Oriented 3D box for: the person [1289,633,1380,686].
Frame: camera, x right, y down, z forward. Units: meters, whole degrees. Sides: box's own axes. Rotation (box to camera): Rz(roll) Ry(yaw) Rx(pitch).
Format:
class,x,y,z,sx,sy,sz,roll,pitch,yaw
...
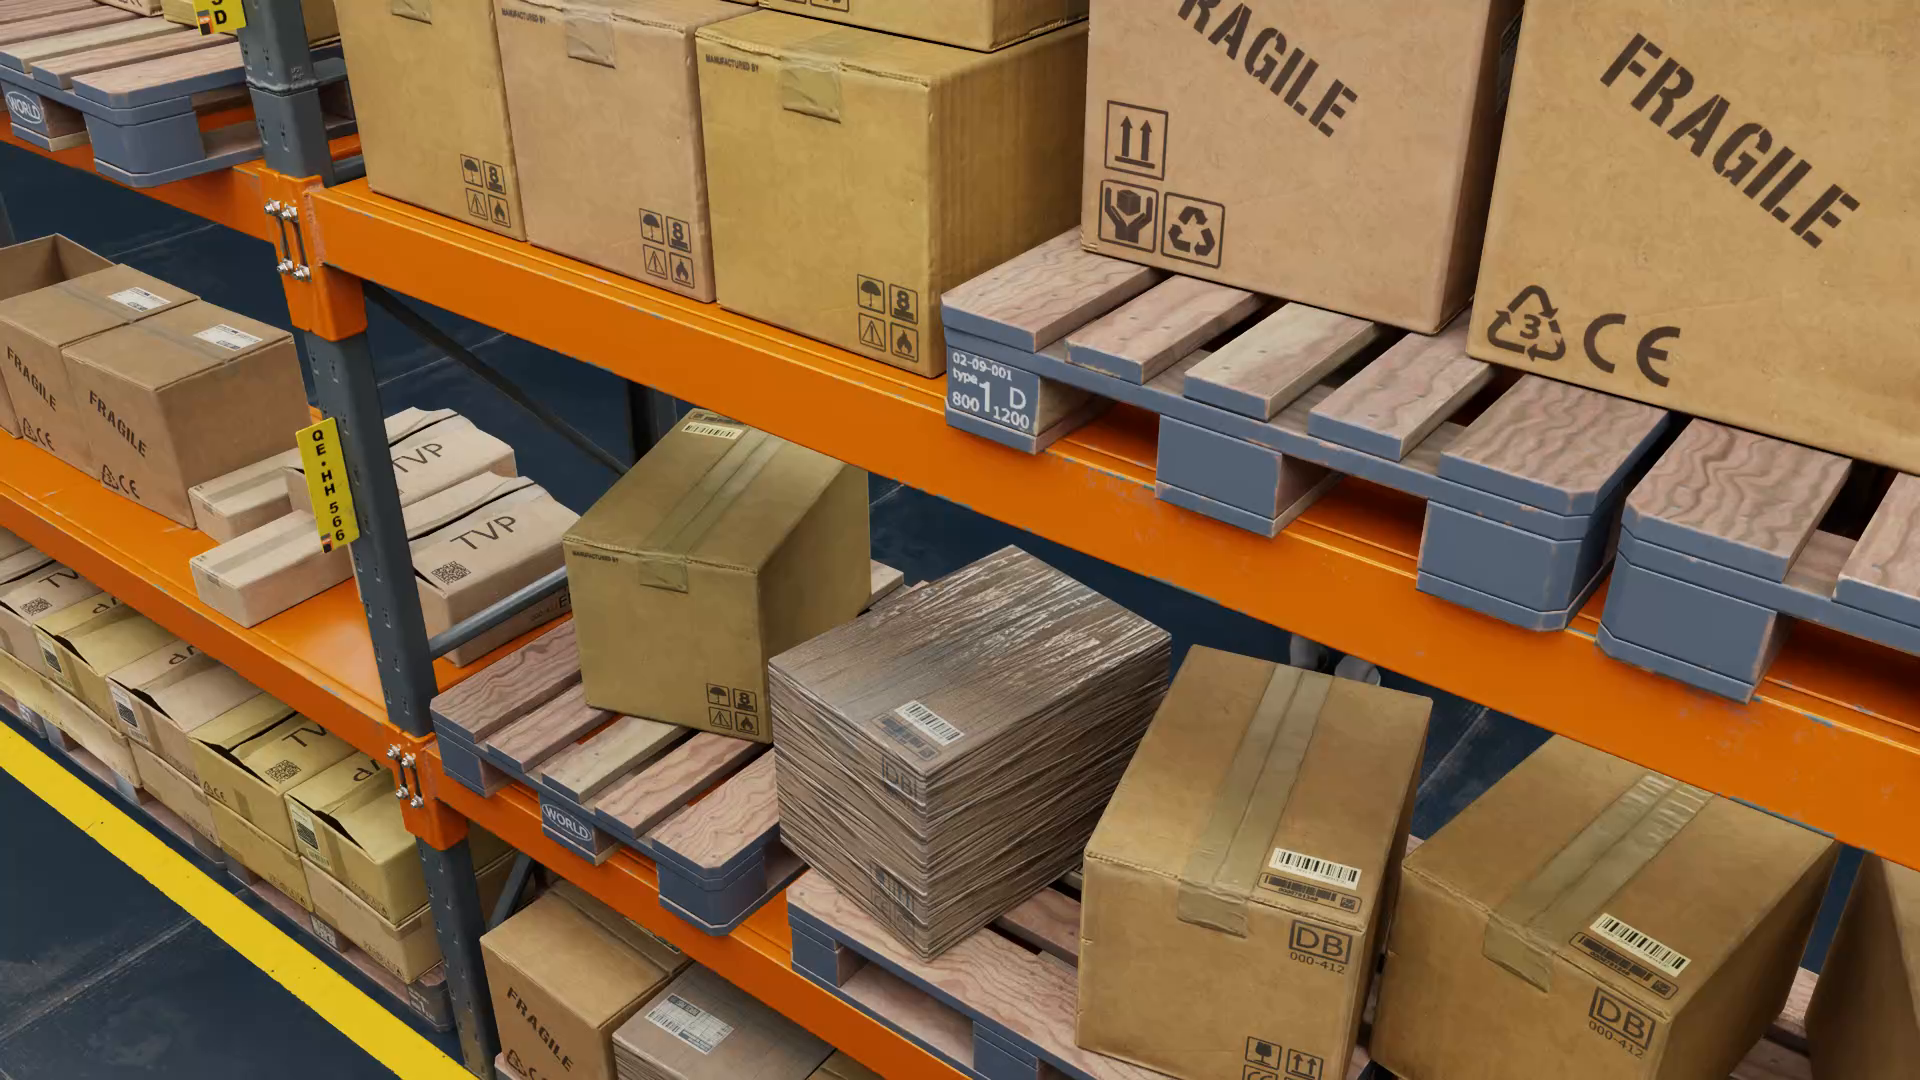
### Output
class,x,y,z,sx,sy,sz,roll,pitch,yaw
person,1.577,0.148,6.632,0.447,0.896,0.905,19,36,29
